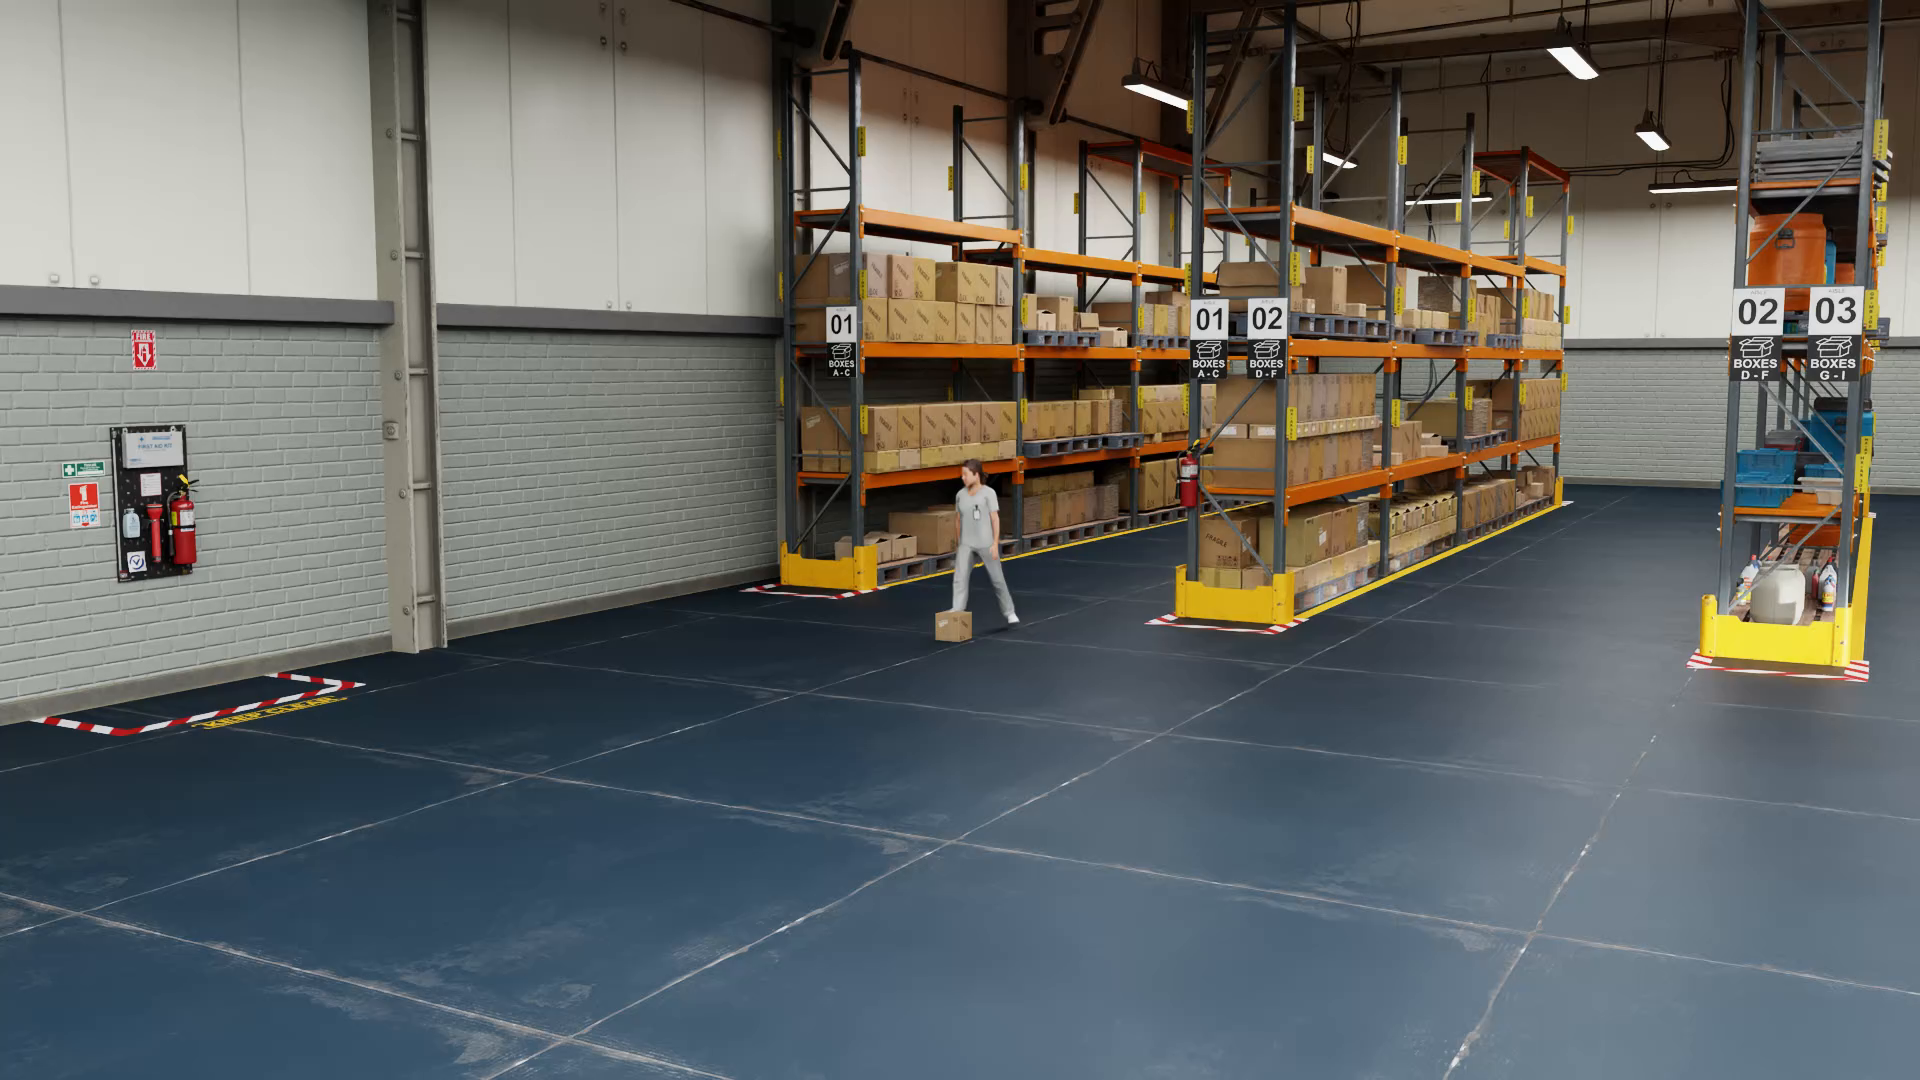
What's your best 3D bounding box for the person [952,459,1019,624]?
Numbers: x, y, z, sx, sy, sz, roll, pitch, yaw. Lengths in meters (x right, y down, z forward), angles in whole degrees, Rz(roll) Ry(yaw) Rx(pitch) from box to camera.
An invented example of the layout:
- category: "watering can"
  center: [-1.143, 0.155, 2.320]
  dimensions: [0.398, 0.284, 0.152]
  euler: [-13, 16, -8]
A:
- category: "person"
  center: [0.212, 0.048, 15.841]
  dimensions: [0.567, 1.653, 0.901]
  euler: [2, 7, 22]
